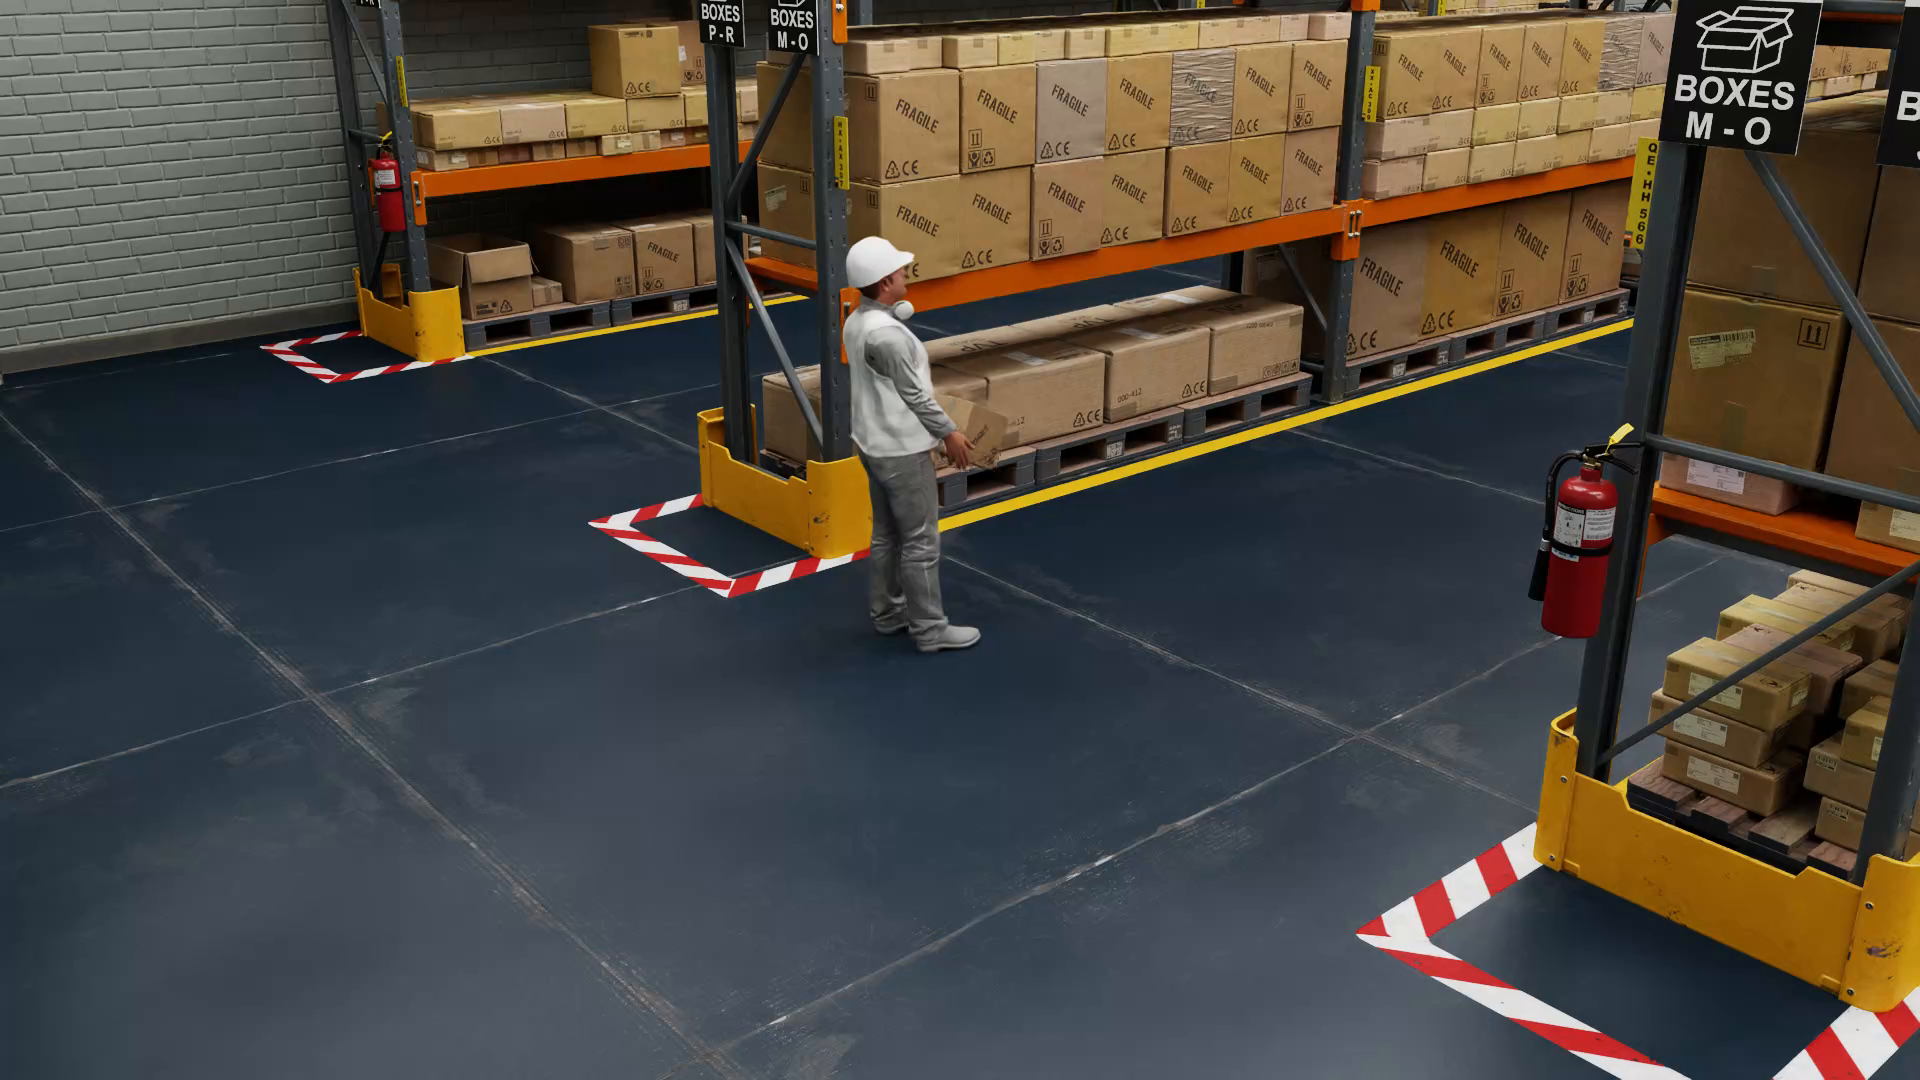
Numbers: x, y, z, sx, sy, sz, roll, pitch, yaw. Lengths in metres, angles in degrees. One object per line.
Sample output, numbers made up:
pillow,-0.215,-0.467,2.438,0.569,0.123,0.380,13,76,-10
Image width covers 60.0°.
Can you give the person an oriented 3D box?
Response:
person,-0.215,-0.417,7.128,0.523,1.775,0.526,-7,22,-17
